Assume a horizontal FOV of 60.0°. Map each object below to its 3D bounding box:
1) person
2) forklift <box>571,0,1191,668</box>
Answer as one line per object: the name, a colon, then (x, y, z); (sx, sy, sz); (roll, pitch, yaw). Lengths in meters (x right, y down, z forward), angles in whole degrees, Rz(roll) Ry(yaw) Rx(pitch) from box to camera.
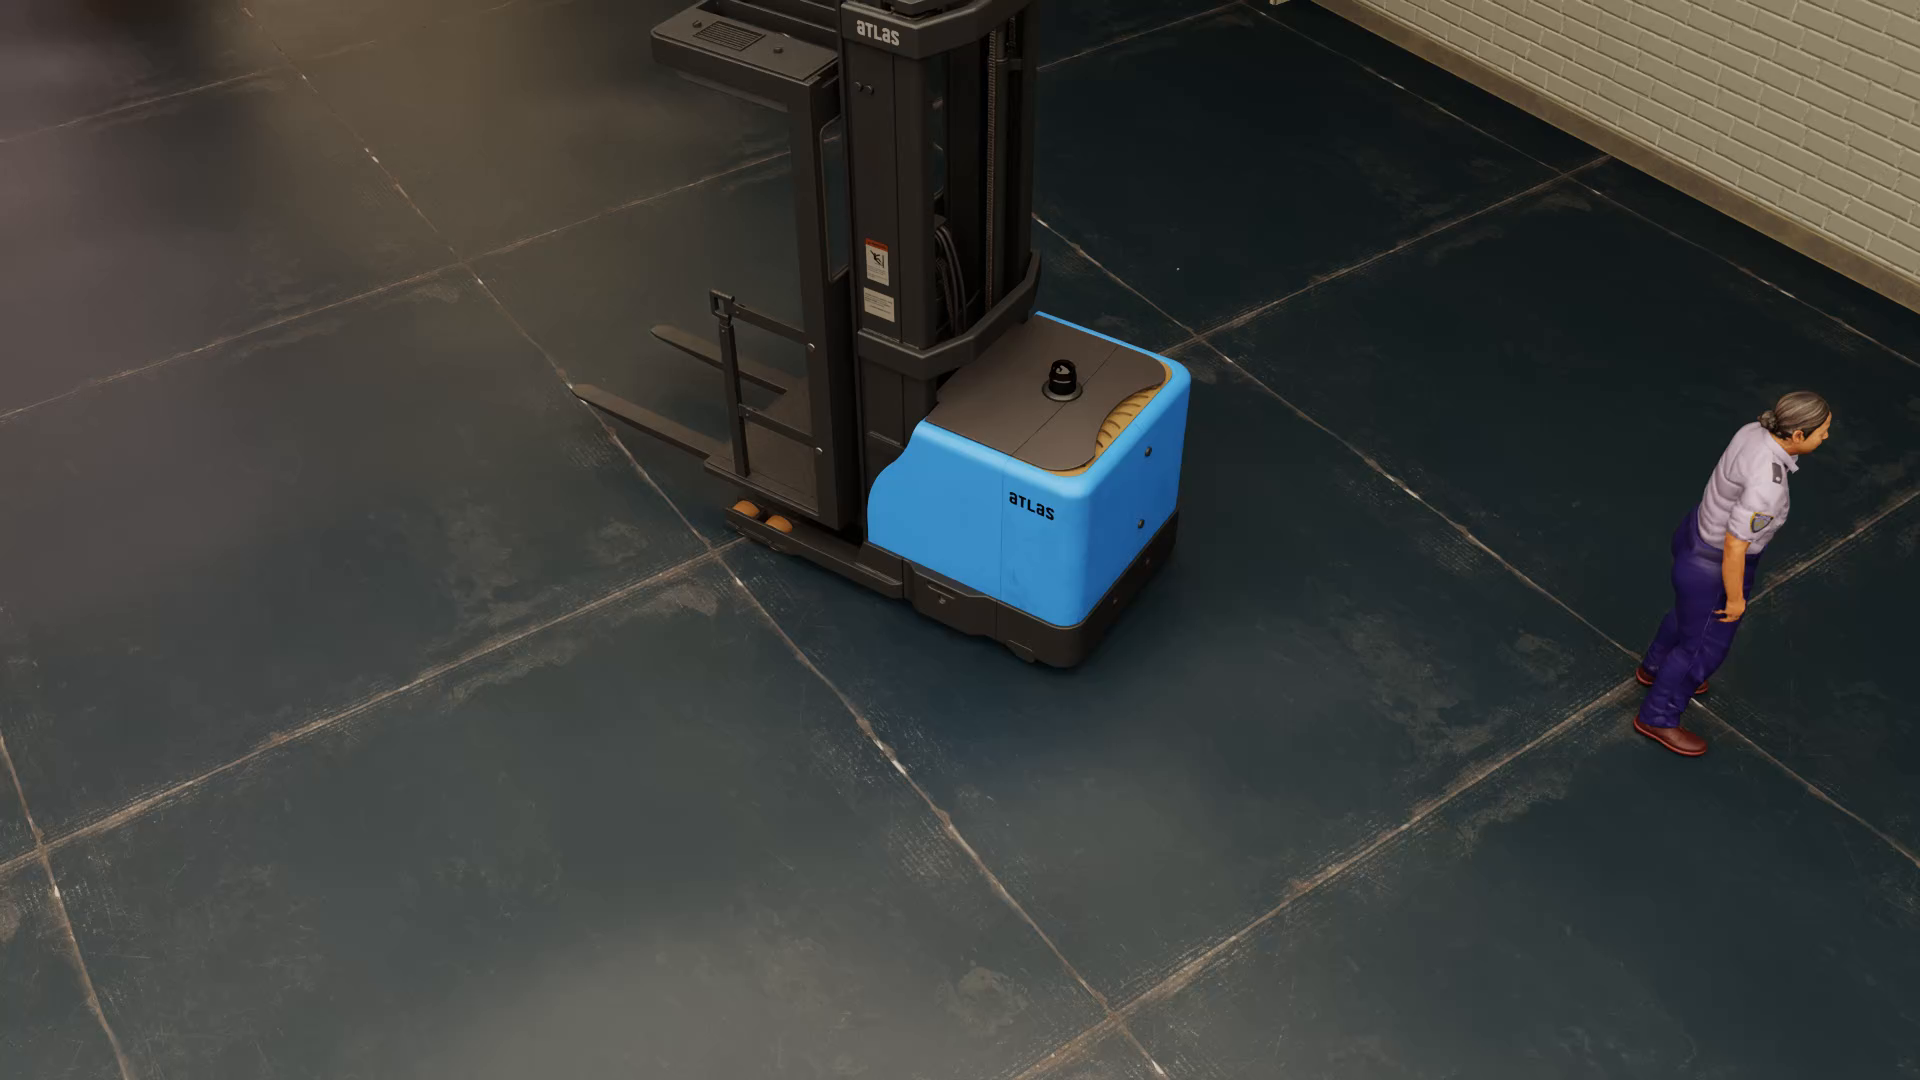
person: (3.007, 0.097, 6.565); (0.369, 1.640, 0.564); (12, 44, 13)
forklift: (-0.511, -1.302, 7.129); (3.031, 2.935, 1.130); (24, 48, 24)
